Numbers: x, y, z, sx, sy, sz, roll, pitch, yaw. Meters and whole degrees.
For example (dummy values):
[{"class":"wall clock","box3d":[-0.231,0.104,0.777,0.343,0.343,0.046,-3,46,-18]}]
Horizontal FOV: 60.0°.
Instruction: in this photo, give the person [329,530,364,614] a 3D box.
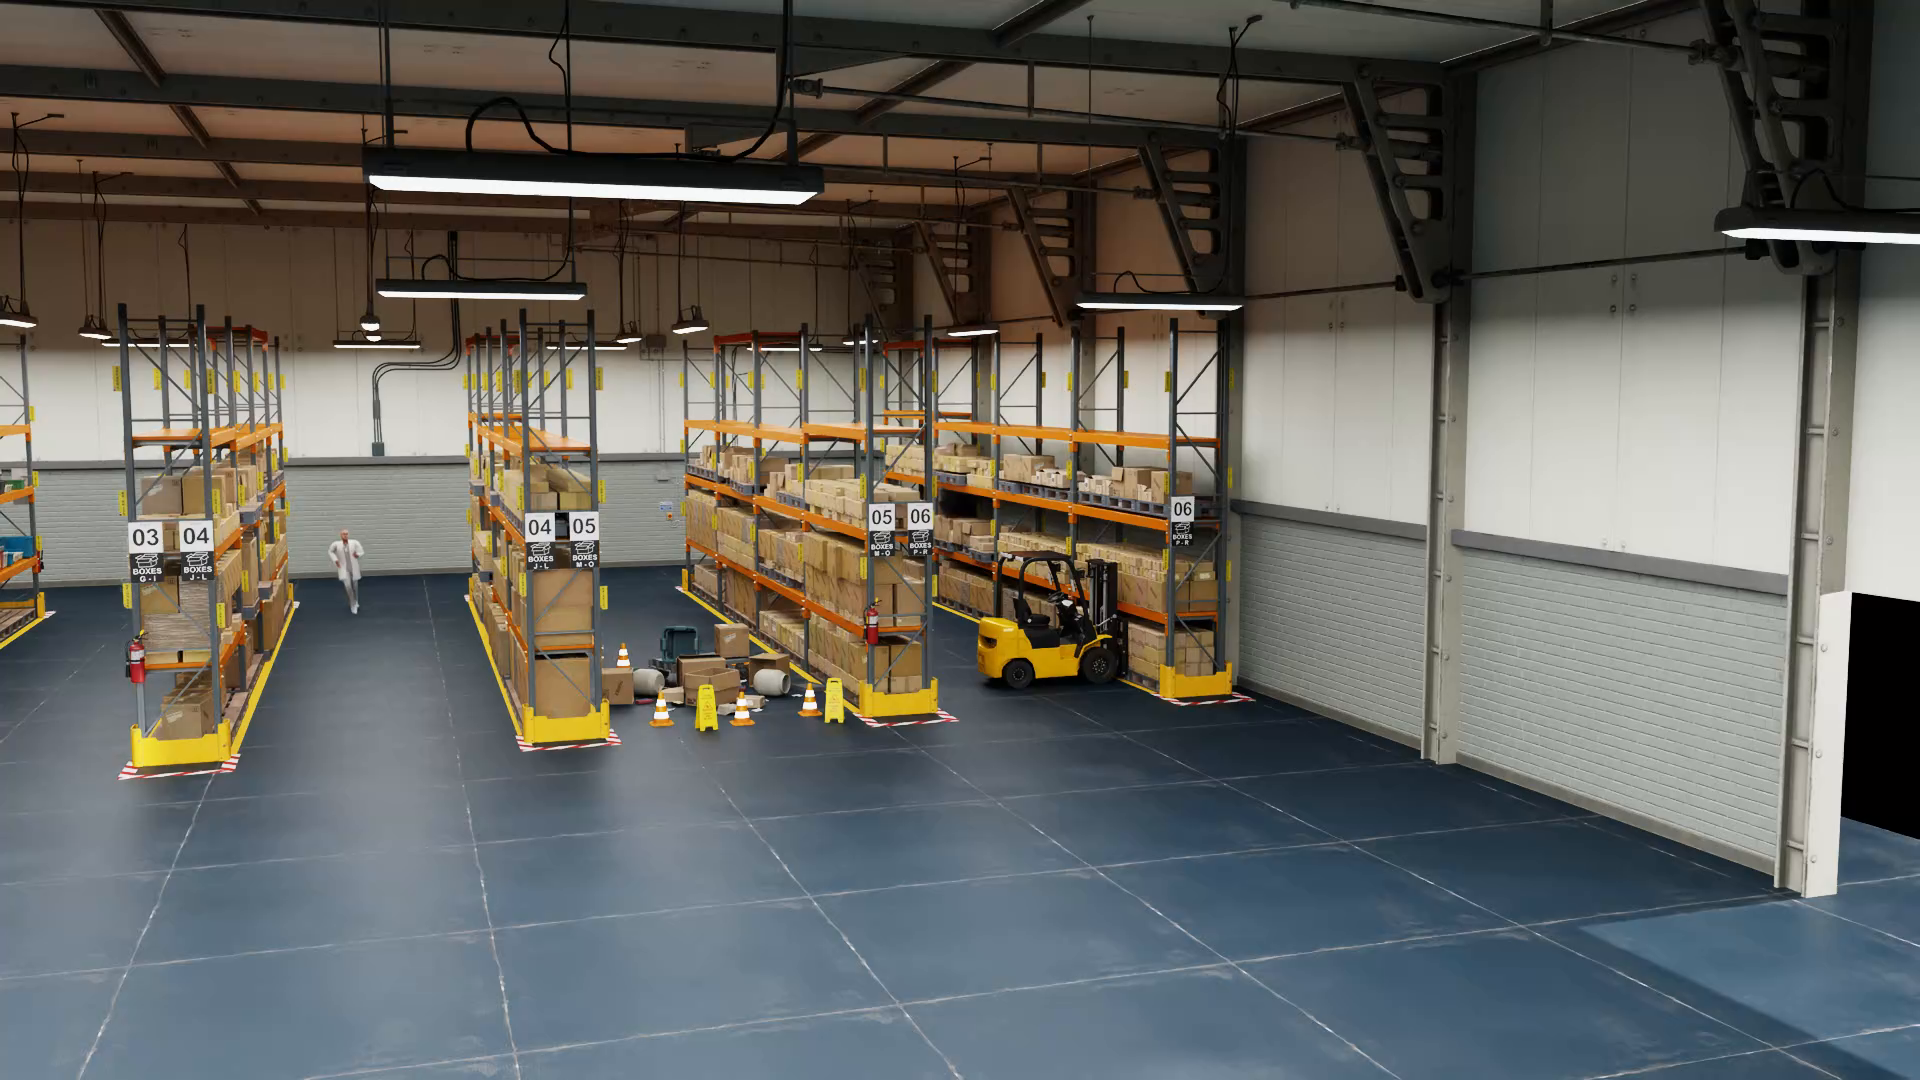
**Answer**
[{"class":"person","box3d":[-13.376,0.672,36.317,0.713,1.819,0.947,-3,6,-28]}]
